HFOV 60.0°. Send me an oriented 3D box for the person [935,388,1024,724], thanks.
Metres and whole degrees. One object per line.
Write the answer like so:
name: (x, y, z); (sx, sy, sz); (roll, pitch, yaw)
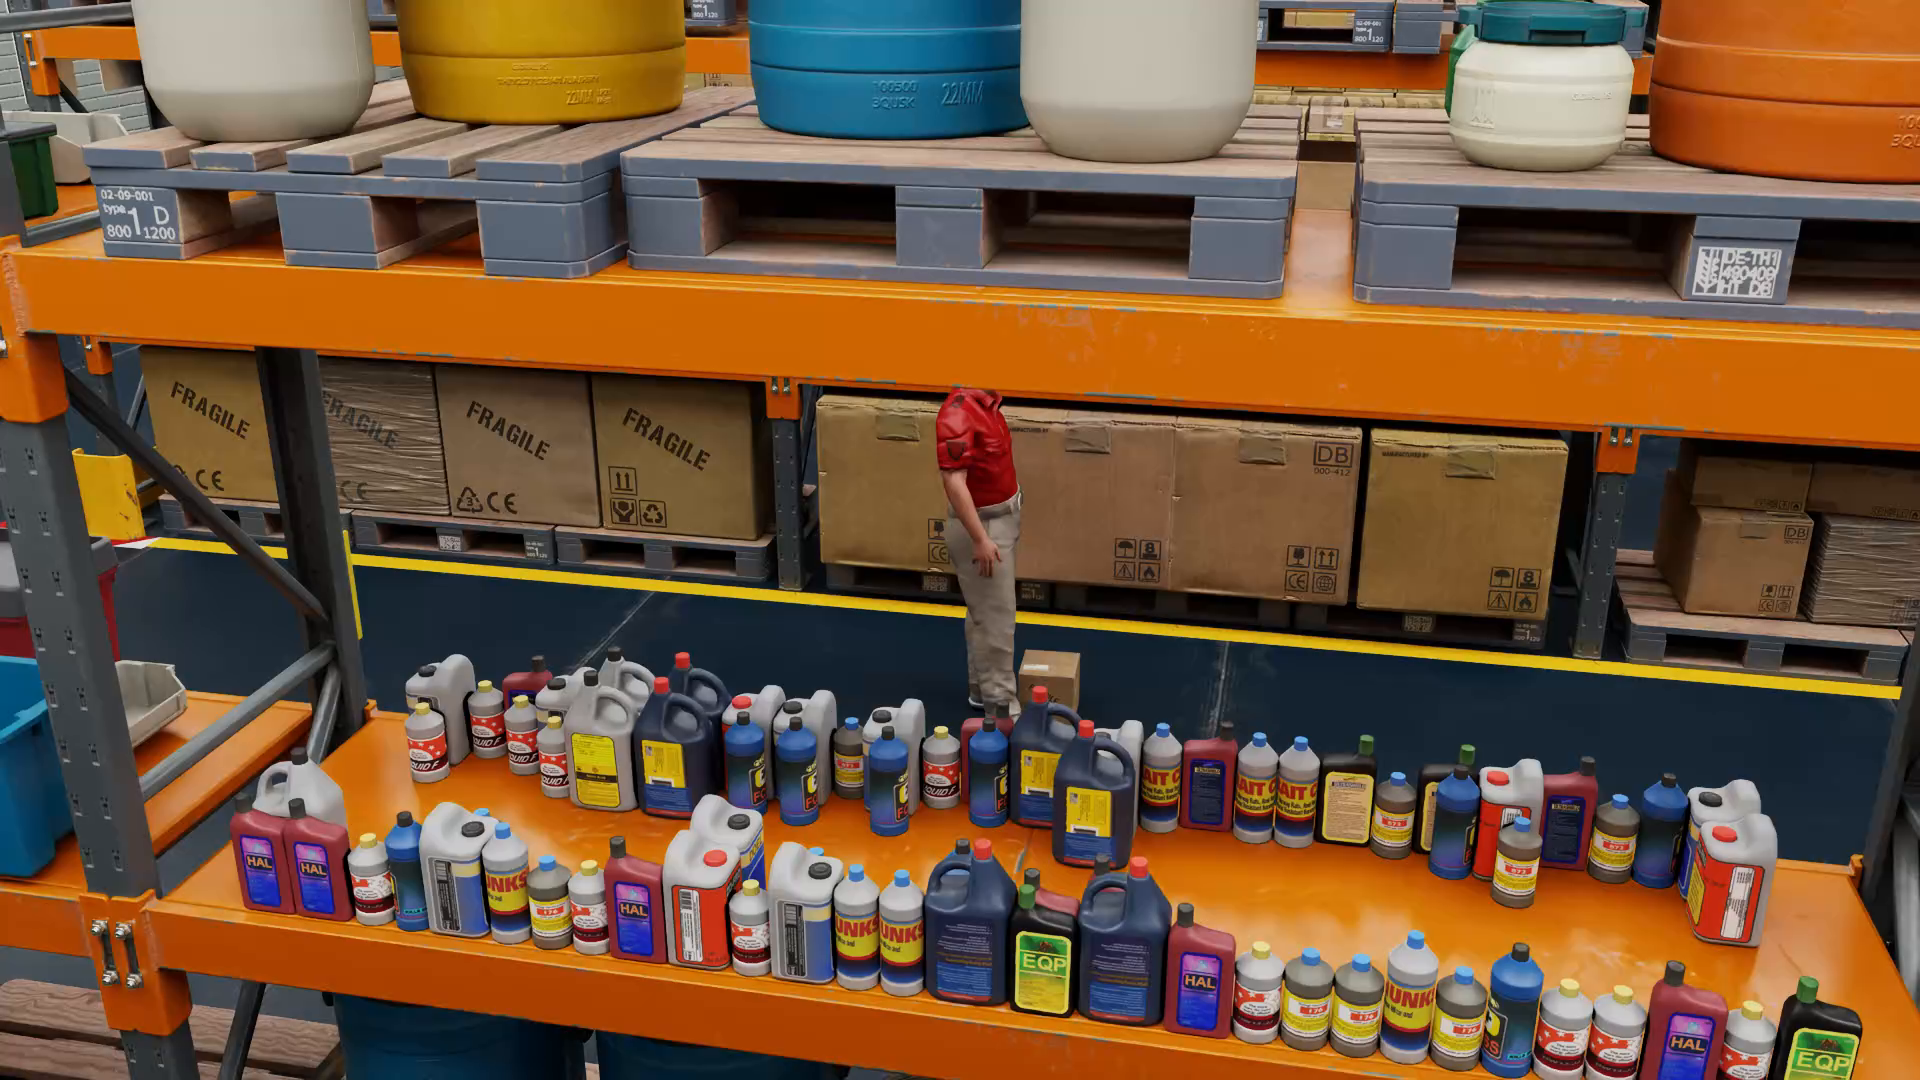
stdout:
person: (0.194, -0.034, 7.170); (0.550, 1.727, 0.641); (4, 22, 9)
